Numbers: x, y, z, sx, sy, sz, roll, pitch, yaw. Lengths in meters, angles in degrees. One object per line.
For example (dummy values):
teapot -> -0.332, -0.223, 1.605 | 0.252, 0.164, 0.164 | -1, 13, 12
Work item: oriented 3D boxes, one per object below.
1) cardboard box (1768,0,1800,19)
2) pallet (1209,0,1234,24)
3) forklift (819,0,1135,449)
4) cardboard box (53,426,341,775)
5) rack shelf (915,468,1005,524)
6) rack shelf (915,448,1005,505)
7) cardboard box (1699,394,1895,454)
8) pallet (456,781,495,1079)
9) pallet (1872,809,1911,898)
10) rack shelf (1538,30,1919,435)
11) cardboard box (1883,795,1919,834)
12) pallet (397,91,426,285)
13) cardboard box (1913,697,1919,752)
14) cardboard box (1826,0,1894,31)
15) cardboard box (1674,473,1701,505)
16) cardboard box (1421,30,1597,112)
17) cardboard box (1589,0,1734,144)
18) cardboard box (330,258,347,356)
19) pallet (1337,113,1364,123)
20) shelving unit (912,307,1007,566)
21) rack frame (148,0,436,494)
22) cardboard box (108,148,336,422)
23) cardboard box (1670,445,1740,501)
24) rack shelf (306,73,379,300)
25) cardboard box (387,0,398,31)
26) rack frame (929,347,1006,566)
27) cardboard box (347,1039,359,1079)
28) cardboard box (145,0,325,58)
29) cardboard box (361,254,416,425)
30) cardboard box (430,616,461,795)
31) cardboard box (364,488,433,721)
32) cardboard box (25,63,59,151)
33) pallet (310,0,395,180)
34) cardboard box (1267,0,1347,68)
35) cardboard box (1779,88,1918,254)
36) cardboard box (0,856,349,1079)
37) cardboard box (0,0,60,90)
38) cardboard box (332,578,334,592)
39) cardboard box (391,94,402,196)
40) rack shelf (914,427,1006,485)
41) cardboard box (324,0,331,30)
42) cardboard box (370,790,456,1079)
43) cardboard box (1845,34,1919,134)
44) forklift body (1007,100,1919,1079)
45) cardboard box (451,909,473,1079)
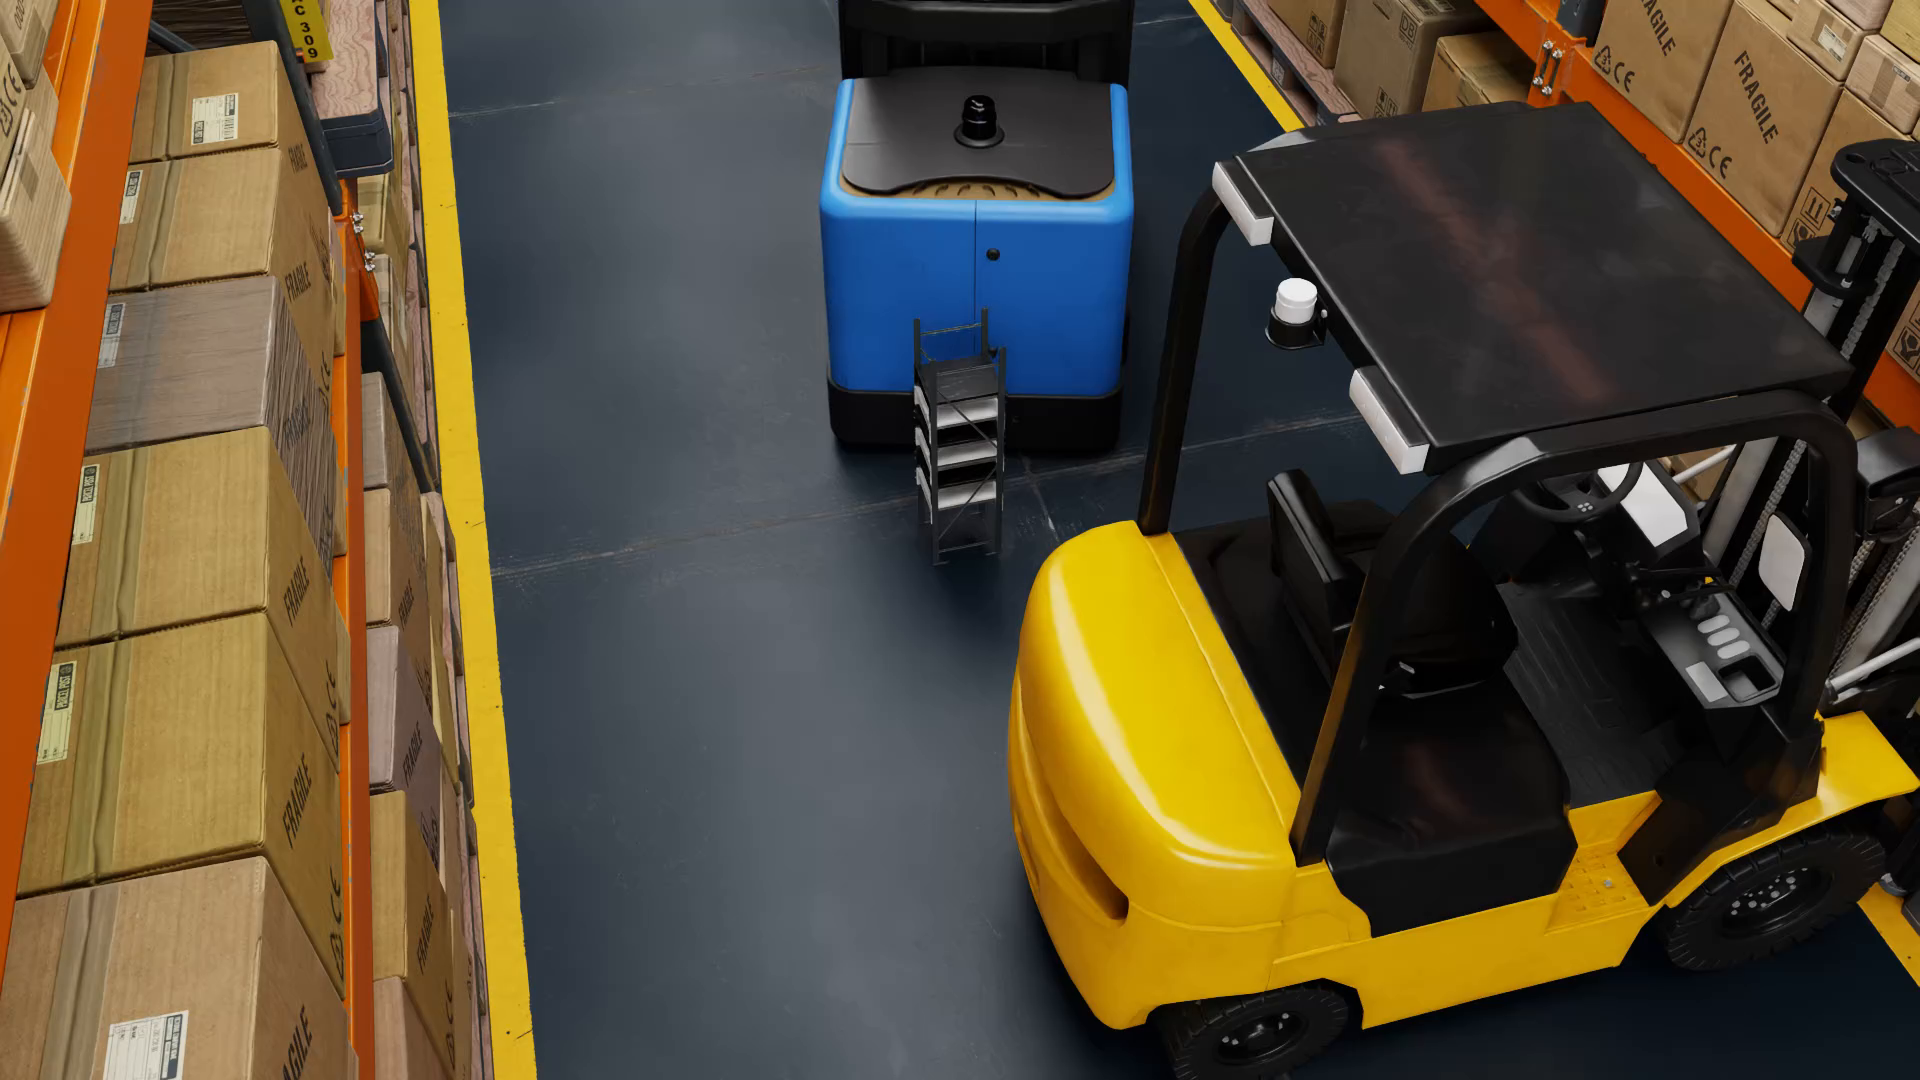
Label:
cardboard box -> 2.497, -1.570, 4.664 | 0.380, 0.149, 0.250 | -11, 47, -10
pallet -> 1.657, -3.140, 8.679 | 1.003, 0.211, 1.213 | -11, 47, -10
forklift -> 0.105, -2.393, 6.043 | 1.130, 2.935, 3.031 | 2, 46, 1
cardboard box -> -1.524, 0.167, 3.208 | 0.500, 0.500, 0.500 | -12, 47, -11
rack shelf -> -0.002, -0.171, 5.586 | 0.258, 0.077, 0.200 | -11, 47, -10
rack shelf -> -0.002, -0.234, 5.522 | 0.258, 0.077, 0.200 | -11, 47, -10
cardboard box -> 2.588, -0.376, 4.950 | 0.500, 0.250, 0.500 | -9, 46, -9
pallet -> -1.767, 1.258, 4.370 | 1.003, 0.211, 1.213 | -11, 47, -10
pallet -> 2.987, 0.447, 5.164 | 1.003, 0.211, 1.213 | -11, 47, -10
rack shelf -> 3.020, -0.297, 4.444 | 1.077, 0.370, 4.000 | -11, 47, -10
cardboard box -> 2.869, 0.689, 4.606 | 0.500, 0.250, 0.500 | -10, 46, -10
pallet -> -2.806, -1.425, 6.998 | 1.003, 0.211, 1.213 | -11, 47, -10
cardboard box -> 2.835, 0.493, 4.448 | 0.500, 0.250, 0.500 | -12, 47, -11
cardboard box -> 2.498, -1.486, 4.374 | 0.380, 0.149, 0.250 | -10, 46, -9
cardboard box -> 2.604, -0.020, 5.300 | 0.500, 0.250, 0.500 | -10, 46, -10
cardboard box -> 2.364, -1.604, 6.590 | 0.875, 0.625, 0.625 | -9, 46, -9
cardboard box -> 2.369, -1.610, 5.158 | 0.500, 0.500, 0.500 | -12, 47, -11
cardboard box -> -1.842, -0.594, 4.408 | 0.380, 0.149, 0.250 | -10, 46, -9
pallet -> 2.282, -1.455, 7.028 | 1.003, 0.211, 1.213 | -11, 47, -10
shelving unit -> -0.002, -0.321, 5.434 | 0.258, 0.900, 0.210 | -11, 47, -10
rack frame -> -2.289, -1.019, 4.649 | 1.000, 3.000, 0.127 | -11, 47, -10
cardboard box -> -1.797, -0.543, 3.904 | 0.500, 0.500, 0.500 | -9, 46, -9
cardboard box -> 2.582, -0.202, 5.129 | 0.500, 0.250, 0.500 | -11, 47, -11
rack shelf -> -2.801, -2.148, 6.259 | 1.077, 0.370, 4.000 | -11, 47, -10
cardboard box -> -3.178, -2.616, 7.760 | 0.950, 0.372, 0.625 | -14, 47, -13
rack frame -> 0.024, -0.250, 5.365 | 0.240, 0.900, 0.006 | -11, 47, -10
cardboard box -> -1.240, 1.005, 2.841 | 0.380, 0.149, 0.250 | -10, 46, -10
cardboard box -> -2.132, -1.682, 4.725 | 0.500, 0.500, 0.500 | -10, 46, -9
cardboard box -> -2.426, -0.608, 5.792 | 0.950, 0.372, 0.625 | -10, 46, -10
cardboard box -> -1.732, 0.521, 4.770 | 0.500, 0.250, 0.500 | -12, 47, -11
cardboard box -> -1.746, 0.244, 4.517 | 0.500, 0.500, 0.500 | -10, 46, -10
cardboard box -> -1.478, -0.574, 2.288 | 0.380, 0.149, 0.250 | -12, 47, -11
pallet -> -2.344, -1.506, 5.260 | 1.003, 0.211, 1.213 | -11, 47, -10
cardboard box -> 1.978, -2.659, 7.625 | 0.875, 0.625, 0.625 | -12, 47, -12
cardboard box -> 2.649, -0.904, 4.466 | 0.500, 0.500, 0.500 | -11, 47, -11
cardboard box -> -1.254, 0.868, 2.520 | 0.500, 0.500, 0.500 | -9, 46, -9
cardboard box -> -1.524, -0.814, 2.244 | 0.500, 0.250, 0.500 | -10, 46, -9
cardboard box -> -1.612, 0.118, 3.710 | 0.380, 0.149, 0.250 | -11, 47, -11
cardboard box -> -2.793, -1.584, 6.748 | 0.950, 0.372, 0.625 | -9, 46, -9
rack shelf -> -0.002, -0.297, 5.458 | 0.258, 0.077, 0.200 | -11, 47, -10
cardboard box -> -2.181, -1.692, 5.190 | 0.380, 0.149, 0.250 | -10, 46, -9
cardboard box -> -1.470, 0.963, 3.812 | 0.500, 0.500, 0.500 | -10, 46, -10
cardboard box -> 2.554, -1.205, 4.306 | 0.380, 0.149, 0.250 | -11, 47, -11
forklift body -> 1.283, 0.154, 4.094 | 2.313, 2.155, 1.214 | -11, 47, -10
cardboard box -> -1.480, 1.222, 4.083 | 0.500, 0.250, 0.500 | -8, 46, -8
